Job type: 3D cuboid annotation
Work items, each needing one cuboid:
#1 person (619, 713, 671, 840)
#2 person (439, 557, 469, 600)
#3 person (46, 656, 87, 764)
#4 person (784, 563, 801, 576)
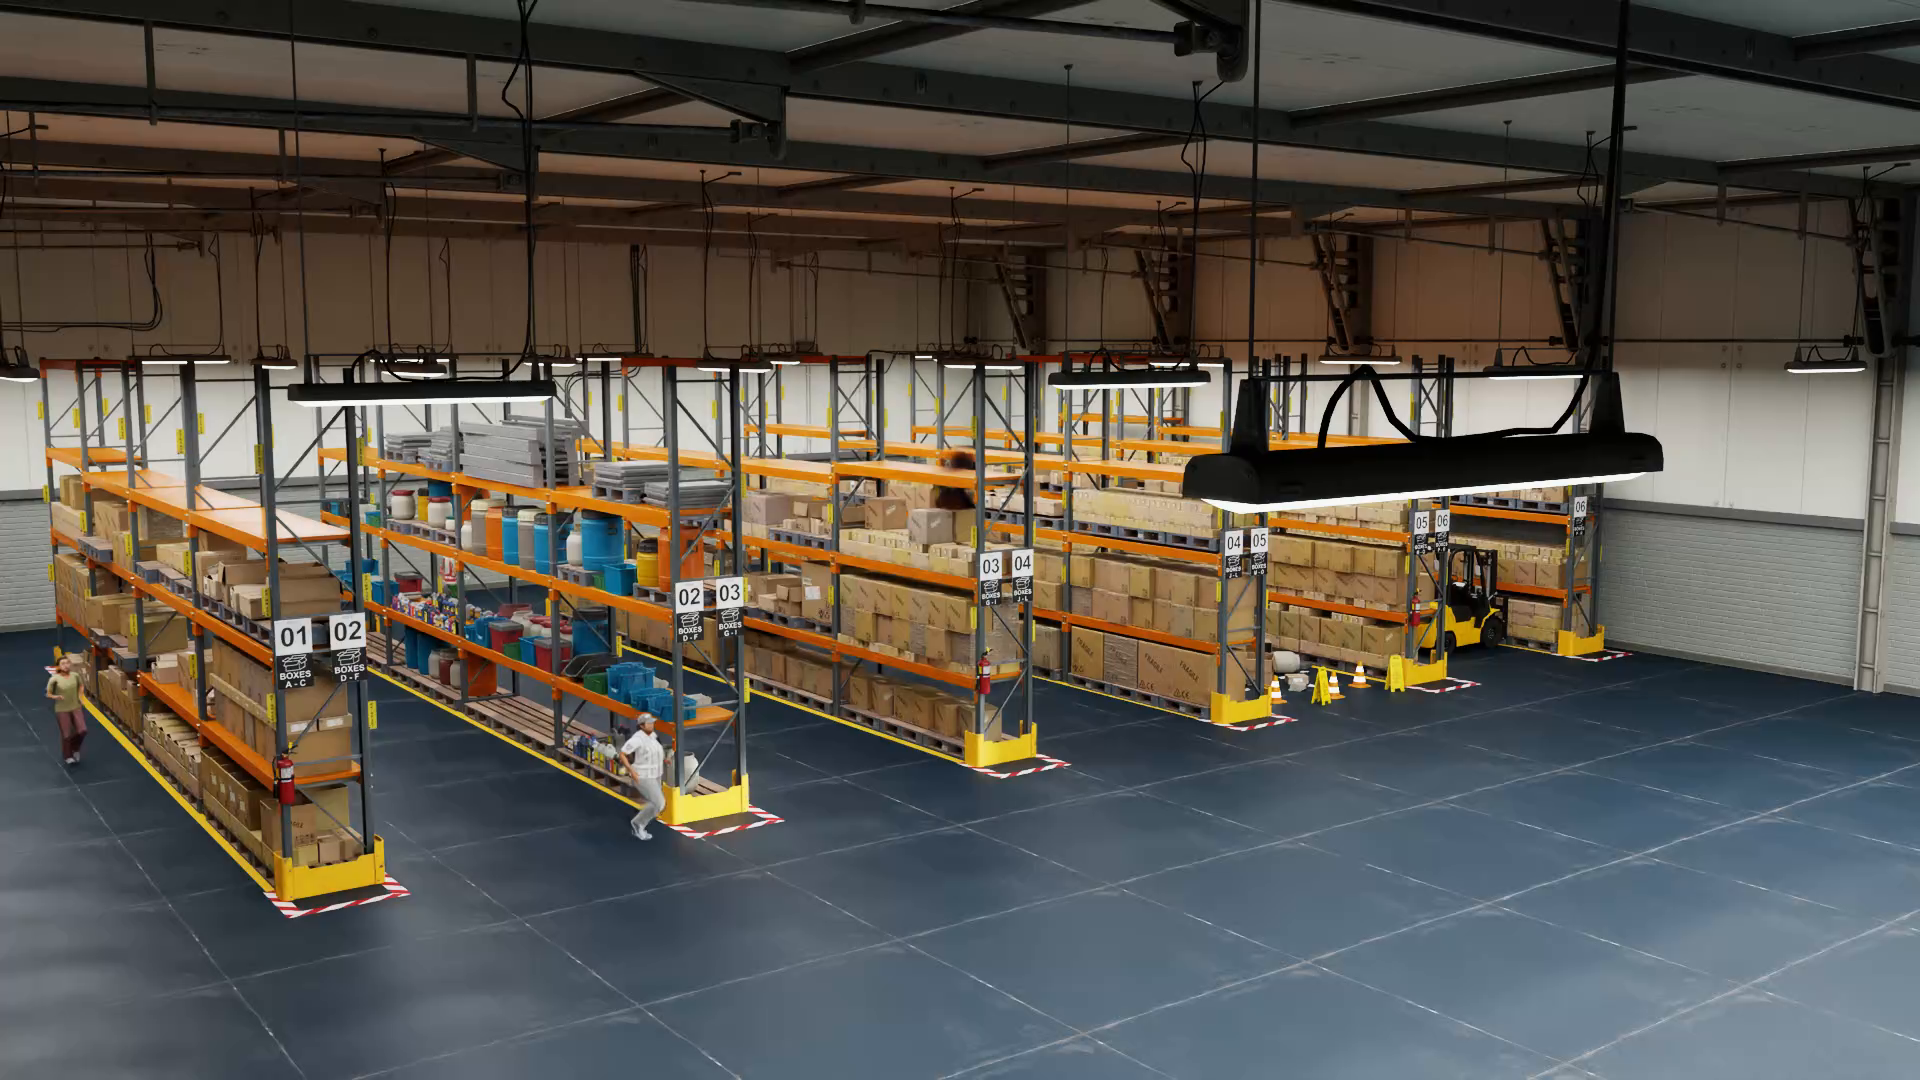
[{"bbox_3d":[-3.924,2.996,21.020,0.596,1.630,0.585,2,7,20],"label":"person"},{"bbox_3d":[-11.376,0.963,37.469,0.574,1.745,0.653,-6,9,-39],"label":"person"},{"bbox_3d":[-13.267,2.539,24.774,0.567,1.628,0.543,-7,10,-44],"label":"person"},{"bbox_3d":[-4.441,0.359,42.593,0.917,1.743,0.678,-5,8,-34],"label":"person"}]
